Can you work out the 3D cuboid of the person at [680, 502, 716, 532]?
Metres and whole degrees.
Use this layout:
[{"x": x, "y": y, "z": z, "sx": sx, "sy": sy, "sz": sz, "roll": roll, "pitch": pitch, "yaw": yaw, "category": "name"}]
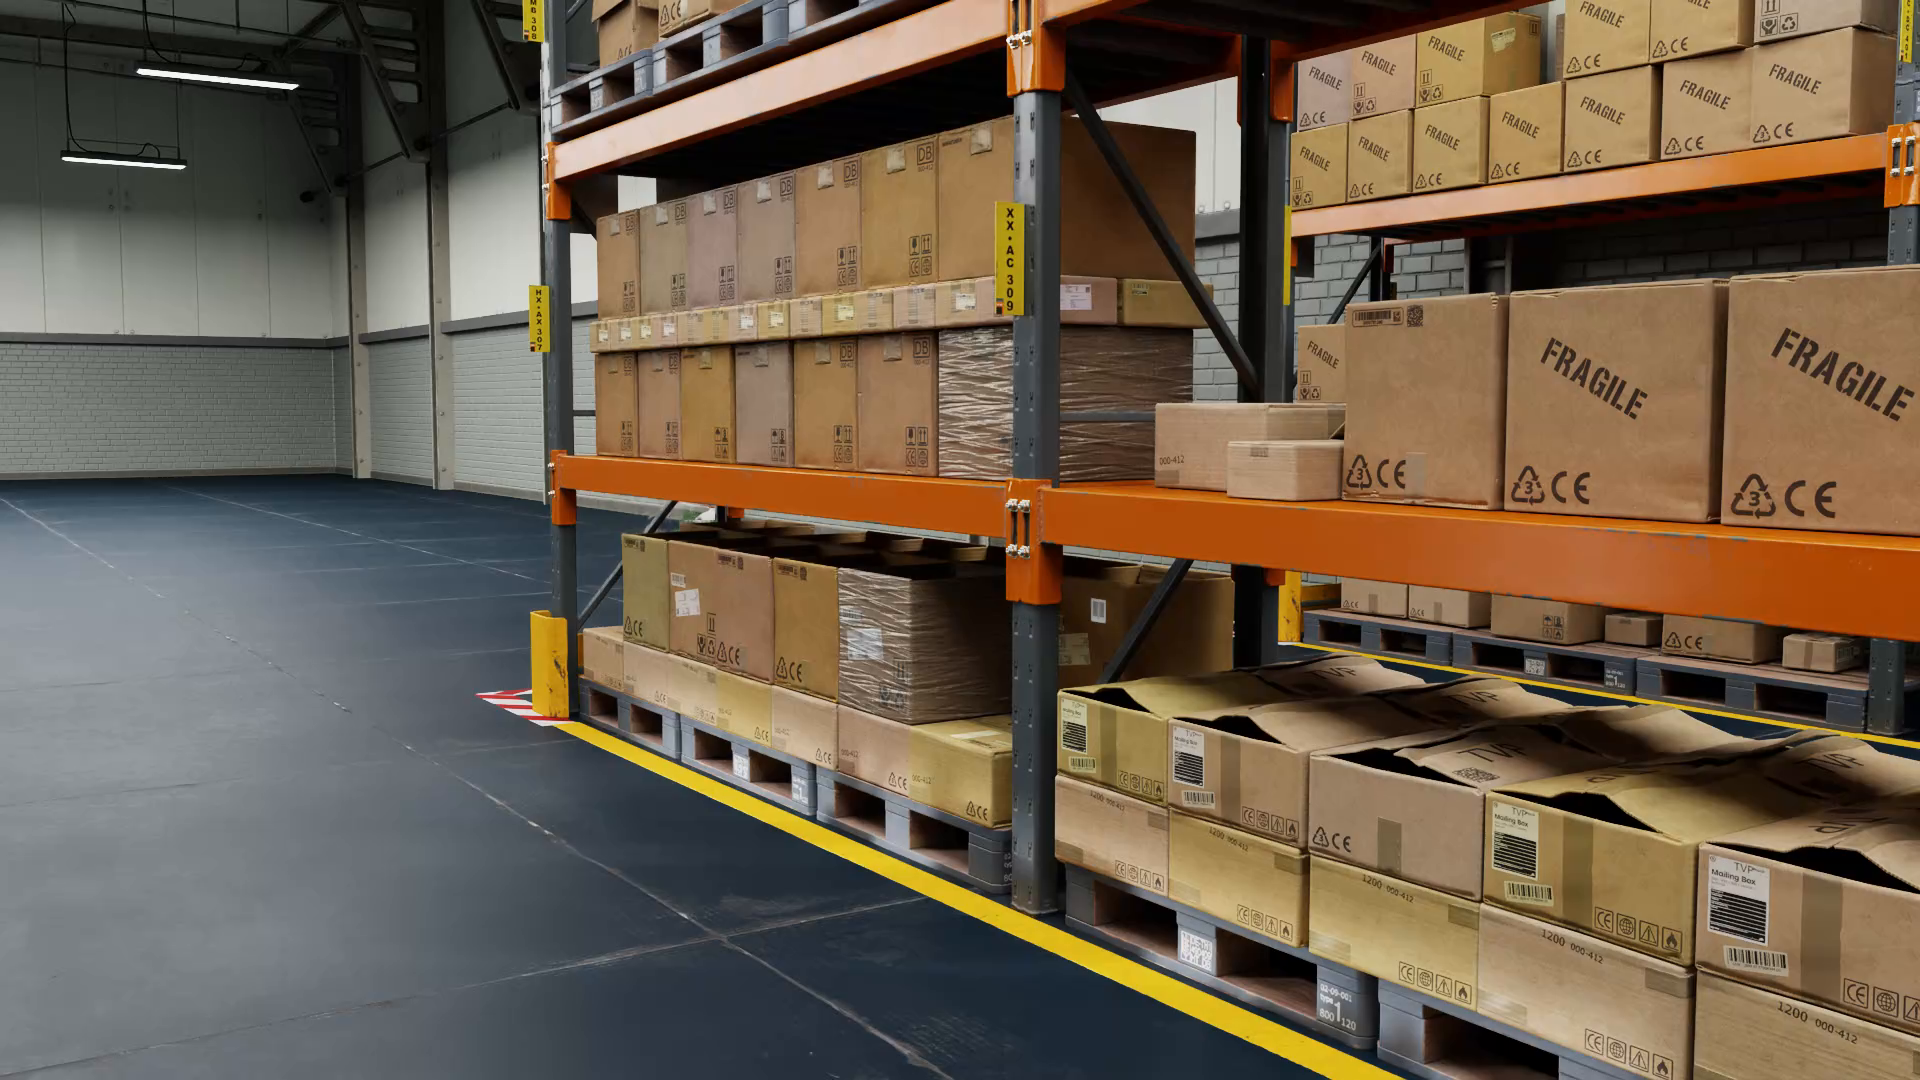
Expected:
[{"x": -1.591, "y": -0.158, "z": 9.982, "sx": 0.489, "sy": 1.798, "sz": 0.568, "roll": -2, "pitch": 5, "yaw": -24, "category": "person"}]
